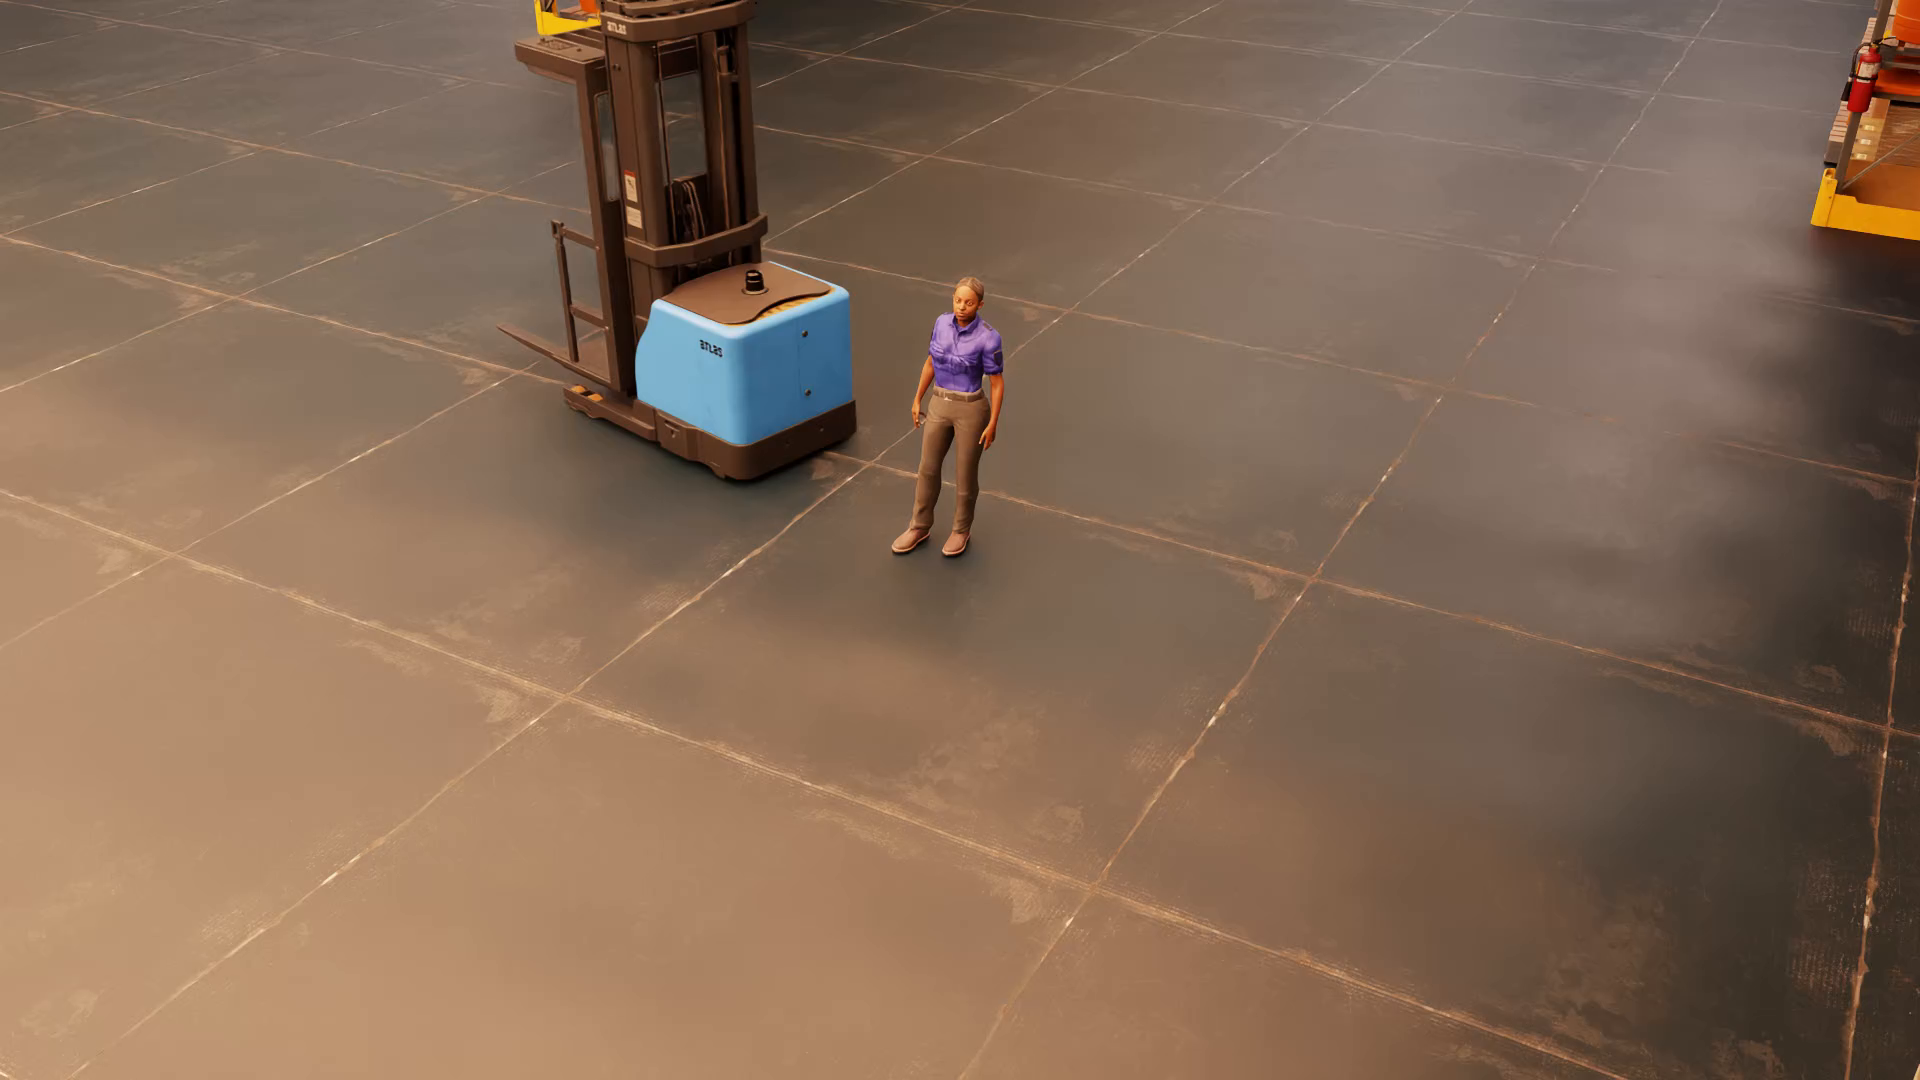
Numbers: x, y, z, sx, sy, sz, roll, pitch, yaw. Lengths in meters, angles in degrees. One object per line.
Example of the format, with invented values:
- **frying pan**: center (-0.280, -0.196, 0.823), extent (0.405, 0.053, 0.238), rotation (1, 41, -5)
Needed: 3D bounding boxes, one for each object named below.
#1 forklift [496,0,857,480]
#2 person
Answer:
- **forklift**: center (-2.110, -2.274, 11.011), extent (3.031, 2.935, 1.130), rotation (25, 38, 36)
- **person**: center (-0.060, -0.689, 9.528), extent (0.569, 1.654, 0.504), rotation (15, 33, 25)
